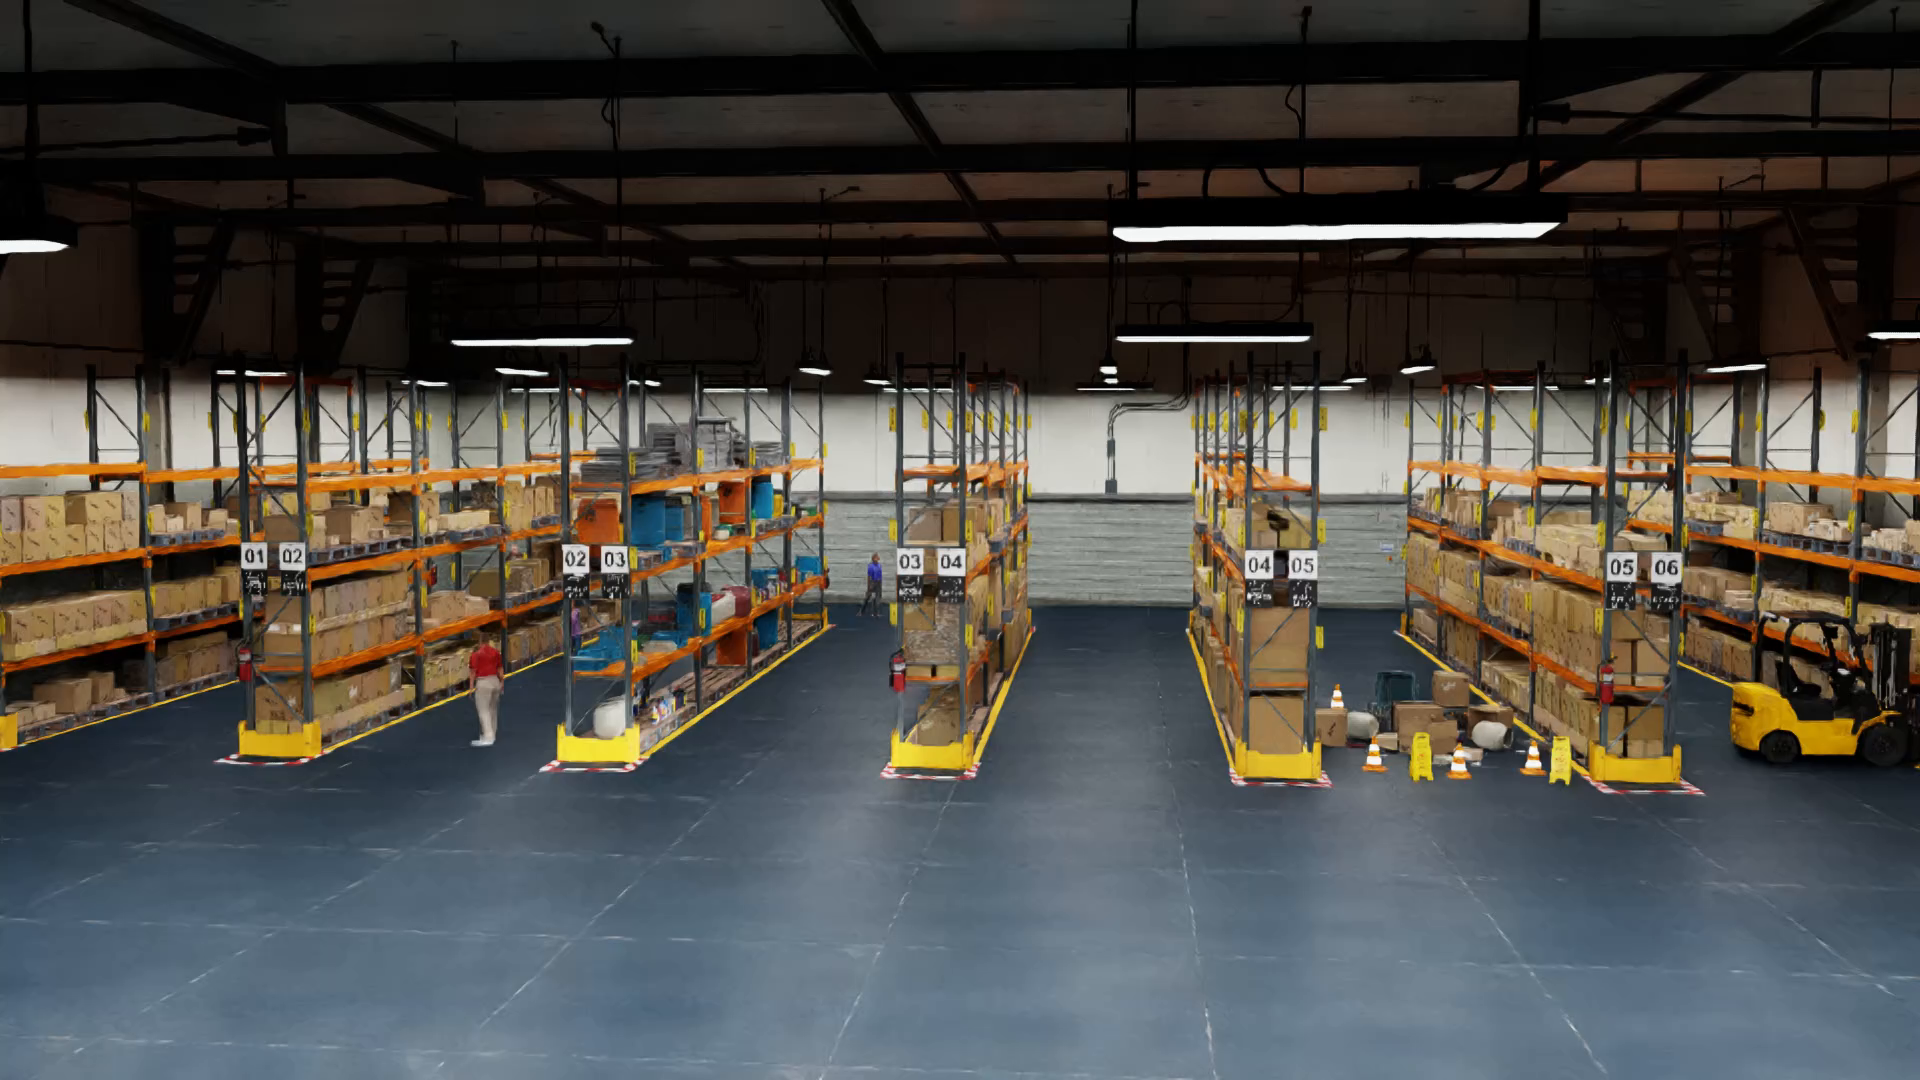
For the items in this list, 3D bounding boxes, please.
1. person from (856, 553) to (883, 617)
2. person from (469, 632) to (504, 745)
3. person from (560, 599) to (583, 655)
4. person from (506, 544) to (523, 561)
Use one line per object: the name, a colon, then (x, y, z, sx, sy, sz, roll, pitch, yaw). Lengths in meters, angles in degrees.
person: (-2.326, 1.155, 42.649, 0.651, 1.652, 0.481, -3, 5, -40)
person: (-7.395, 2.288, 25.882, 0.586, 1.723, 0.653, 3, 5, 35)
person: (-7.681, 1.885, 32.902, 0.411, 1.534, 0.948, 0, 4, -3)
person: (-11.896, 0.974, 44.587, 0.729, 1.733, 0.546, 0, 4, 4)
